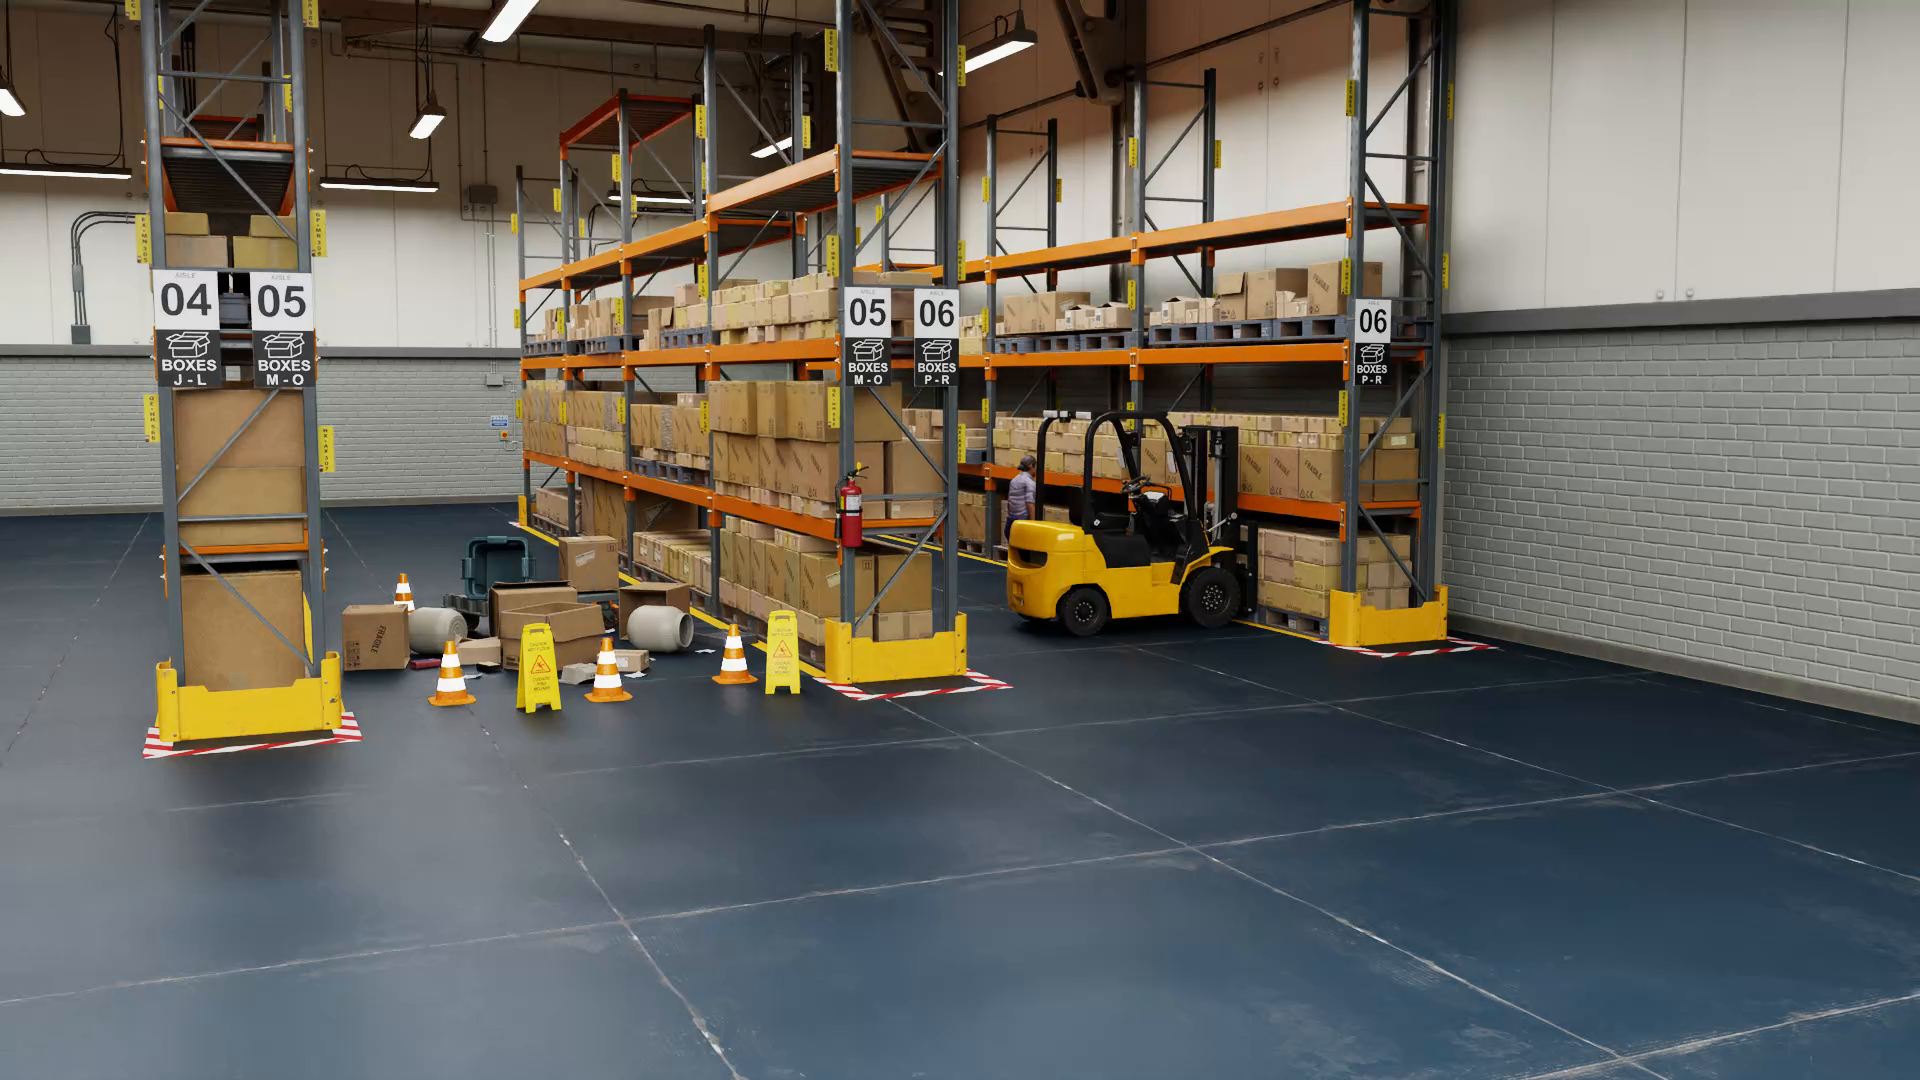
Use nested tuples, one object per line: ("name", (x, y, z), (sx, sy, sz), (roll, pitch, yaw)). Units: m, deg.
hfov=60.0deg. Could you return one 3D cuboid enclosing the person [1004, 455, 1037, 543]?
("person", (0.704, -0.095, 18.032), (0.368, 1.653, 0.563), (-3, 6, -27))
